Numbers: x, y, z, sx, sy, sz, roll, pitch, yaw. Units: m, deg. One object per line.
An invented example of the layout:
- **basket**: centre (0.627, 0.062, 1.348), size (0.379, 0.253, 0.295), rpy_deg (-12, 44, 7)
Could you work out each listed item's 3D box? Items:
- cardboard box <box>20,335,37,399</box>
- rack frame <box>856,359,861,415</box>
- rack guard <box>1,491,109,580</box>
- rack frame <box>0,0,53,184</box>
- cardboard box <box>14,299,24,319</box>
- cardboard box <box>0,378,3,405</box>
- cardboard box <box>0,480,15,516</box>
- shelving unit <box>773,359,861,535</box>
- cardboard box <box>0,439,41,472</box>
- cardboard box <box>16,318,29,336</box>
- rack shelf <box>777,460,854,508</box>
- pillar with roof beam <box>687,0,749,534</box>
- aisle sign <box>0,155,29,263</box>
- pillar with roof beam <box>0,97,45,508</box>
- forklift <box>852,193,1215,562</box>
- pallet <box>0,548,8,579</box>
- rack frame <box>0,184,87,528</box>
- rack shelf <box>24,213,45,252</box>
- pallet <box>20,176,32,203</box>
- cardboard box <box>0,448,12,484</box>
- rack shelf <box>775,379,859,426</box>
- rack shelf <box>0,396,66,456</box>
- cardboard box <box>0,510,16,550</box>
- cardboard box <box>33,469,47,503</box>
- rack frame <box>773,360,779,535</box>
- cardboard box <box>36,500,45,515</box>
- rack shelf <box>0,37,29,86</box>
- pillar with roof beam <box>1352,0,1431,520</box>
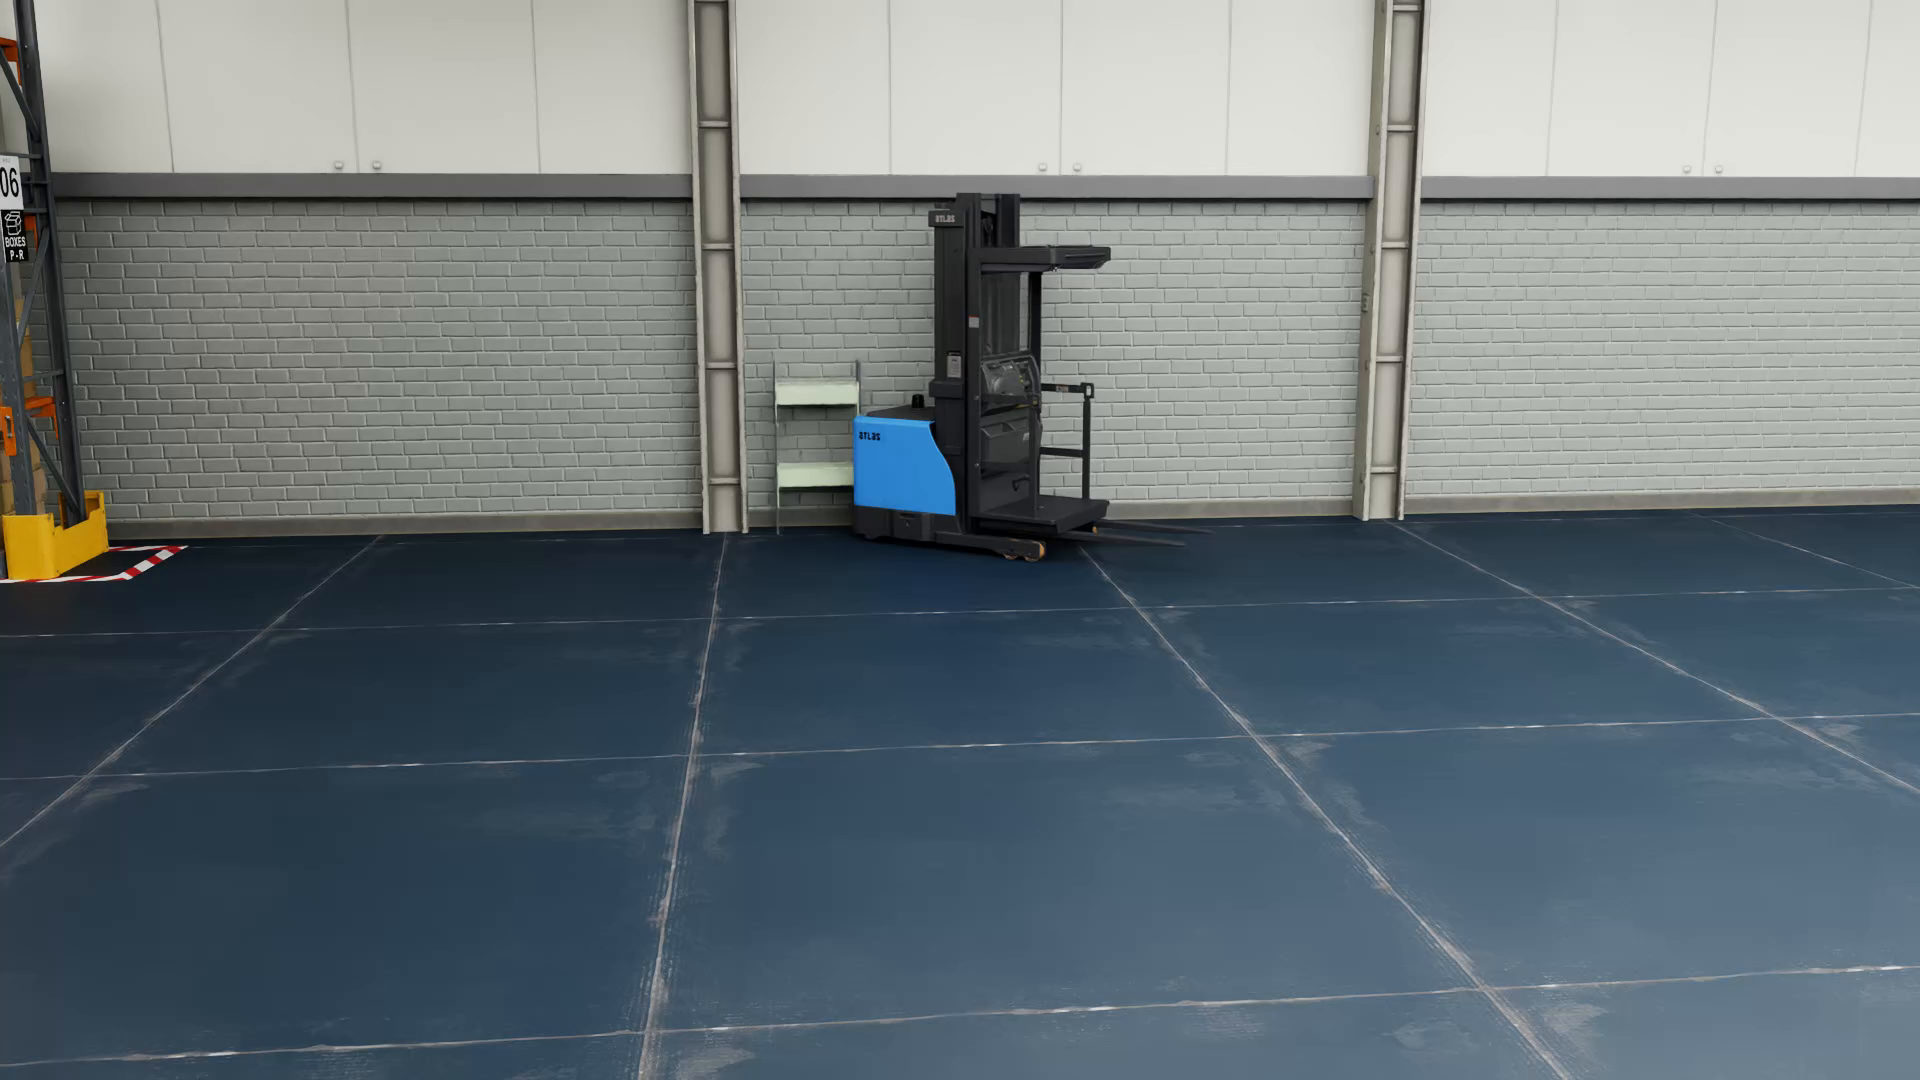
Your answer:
- **cardboard box**: centre (-7.782, -1.369, 13.298), size (0.500, 0.500, 0.500), rpy_deg (-1, 11, -4)
- **rack frame**: centre (-0.889, -0.834, 14.690), size (0.023, 1.500, 0.400), rpy_deg (-1, 10, -6)
- **rack guard**: centre (-7.236, -0.051, 13.333), size (0.348, 0.500, 1.175), rpy_deg (-1, 11, -6)
- **rack frame**: centre (-7.260, -4.221, 12.511), size (0.127, 3.000, 1.000), rpy_deg (-1, 11, -6)
- **cardboard box**: centre (-7.617, -1.825, 13.161), size (0.250, 0.149, 0.380), rpy_deg (-1, 11, -7)
- **cardboard box**: centre (-7.721, -1.266, 12.771), size (0.500, 0.500, 0.500), rpy_deg (-1, 11, -7)
- **cardboard box**: centre (-7.710, -0.309, 12.909), size (0.500, 0.250, 0.500), rpy_deg (-1, 11, -7)
- **shelving unit**: centre (-1.253, -0.826, 14.651), size (0.755, 1.500, 0.431), rpy_deg (-1, 10, -6)
- **cardboard box**: centre (-7.758, -0.651, 13.351), size (0.500, 0.250, 0.500), rpy_deg (-1, 11, -7)
- **cardboard box**: centre (-7.625, -1.687, 13.234), size (0.250, 0.149, 0.380), rpy_deg (-1, 11, -8)
- **rack shelf**: centre (-1.252, -0.504, 14.707), size (0.720, 0.370, 0.431), rpy_deg (-1, 10, -6)
- **pillar with roof beam**: centre (-1.619, -3.679, 9.753), size (0.400, 9.000, 9.100), rpy_deg (-1, 11, -6)
- **aisle sign**: centre (-7.163, -2.498, 12.559), size (0.004, 0.787, 0.394), rpy_deg (-1, 11, -6)
- **pillar with roof beam**: centre (-7.584, -3.554, 9.117), size (0.400, 9.000, 9.100), rpy_deg (-1, 11, -6)
- **forklift**: centre (0.604, -1.379, 13.783), size (3.031, 2.935, 1.130), rpy_deg (6, 13, 29)
- **pallet**: centre (-8.015, 0.115, 13.237), size (1.213, 0.211, 1.003), rpy_deg (-1, 11, -6)
- **rack frame**: centre (-7.260, -1.277, 13.089), size (0.127, 3.000, 1.000), rpy_deg (-1, 11, -6)
- **rack shelf**: centre (-9.248, -2.355, 12.658), size (4.000, 0.370, 1.077), rpy_deg (-1, 11, -6)
- **pallet**: centre (-7.965, -2.696, 12.759), size (1.213, 0.211, 1.003), rpy_deg (-1, 11, -6)
- **cardboard box**: centre (-7.684, -0.555, 12.865), size (0.500, 0.250, 0.500), rpy_deg (-1, 11, -4)
- **rack shelf**: centre (-1.255, -1.210, 14.583), size (0.720, 0.370, 0.431), rpy_deg (-1, 10, -6)
- **rack shelf**: centre (-9.248, -0.883, 12.947), size (4.000, 0.370, 1.077), rpy_deg (-1, 11, -6)
- **cardboard box**: centre (-7.693, -0.064, 12.956), size (0.500, 0.250, 0.500), rpy_deg (-1, 11, -6)
- **cardboard box**: centre (-7.750, -0.410, 13.419), size (0.500, 0.250, 0.500), rpy_deg (-1, 11, -5)
- **rack frame**: centre (-1.617, -0.817, 14.612), size (0.023, 1.500, 0.400), rpy_deg (-1, 10, -6)
- **cardboard box**: centre (-7.769, -0.162, 13.453), size (0.500, 0.250, 0.500), rpy_deg (-1, 11, -6)
- **rack shelf**: centre (-9.248, -3.630, 12.407), size (4.000, 0.370, 1.077), rpy_deg (-1, 11, -6)
- **pillar with roof beam**: centre (4.345, -3.804, 10.388), size (0.400, 9.000, 9.100), rpy_deg (-1, 11, -6)
